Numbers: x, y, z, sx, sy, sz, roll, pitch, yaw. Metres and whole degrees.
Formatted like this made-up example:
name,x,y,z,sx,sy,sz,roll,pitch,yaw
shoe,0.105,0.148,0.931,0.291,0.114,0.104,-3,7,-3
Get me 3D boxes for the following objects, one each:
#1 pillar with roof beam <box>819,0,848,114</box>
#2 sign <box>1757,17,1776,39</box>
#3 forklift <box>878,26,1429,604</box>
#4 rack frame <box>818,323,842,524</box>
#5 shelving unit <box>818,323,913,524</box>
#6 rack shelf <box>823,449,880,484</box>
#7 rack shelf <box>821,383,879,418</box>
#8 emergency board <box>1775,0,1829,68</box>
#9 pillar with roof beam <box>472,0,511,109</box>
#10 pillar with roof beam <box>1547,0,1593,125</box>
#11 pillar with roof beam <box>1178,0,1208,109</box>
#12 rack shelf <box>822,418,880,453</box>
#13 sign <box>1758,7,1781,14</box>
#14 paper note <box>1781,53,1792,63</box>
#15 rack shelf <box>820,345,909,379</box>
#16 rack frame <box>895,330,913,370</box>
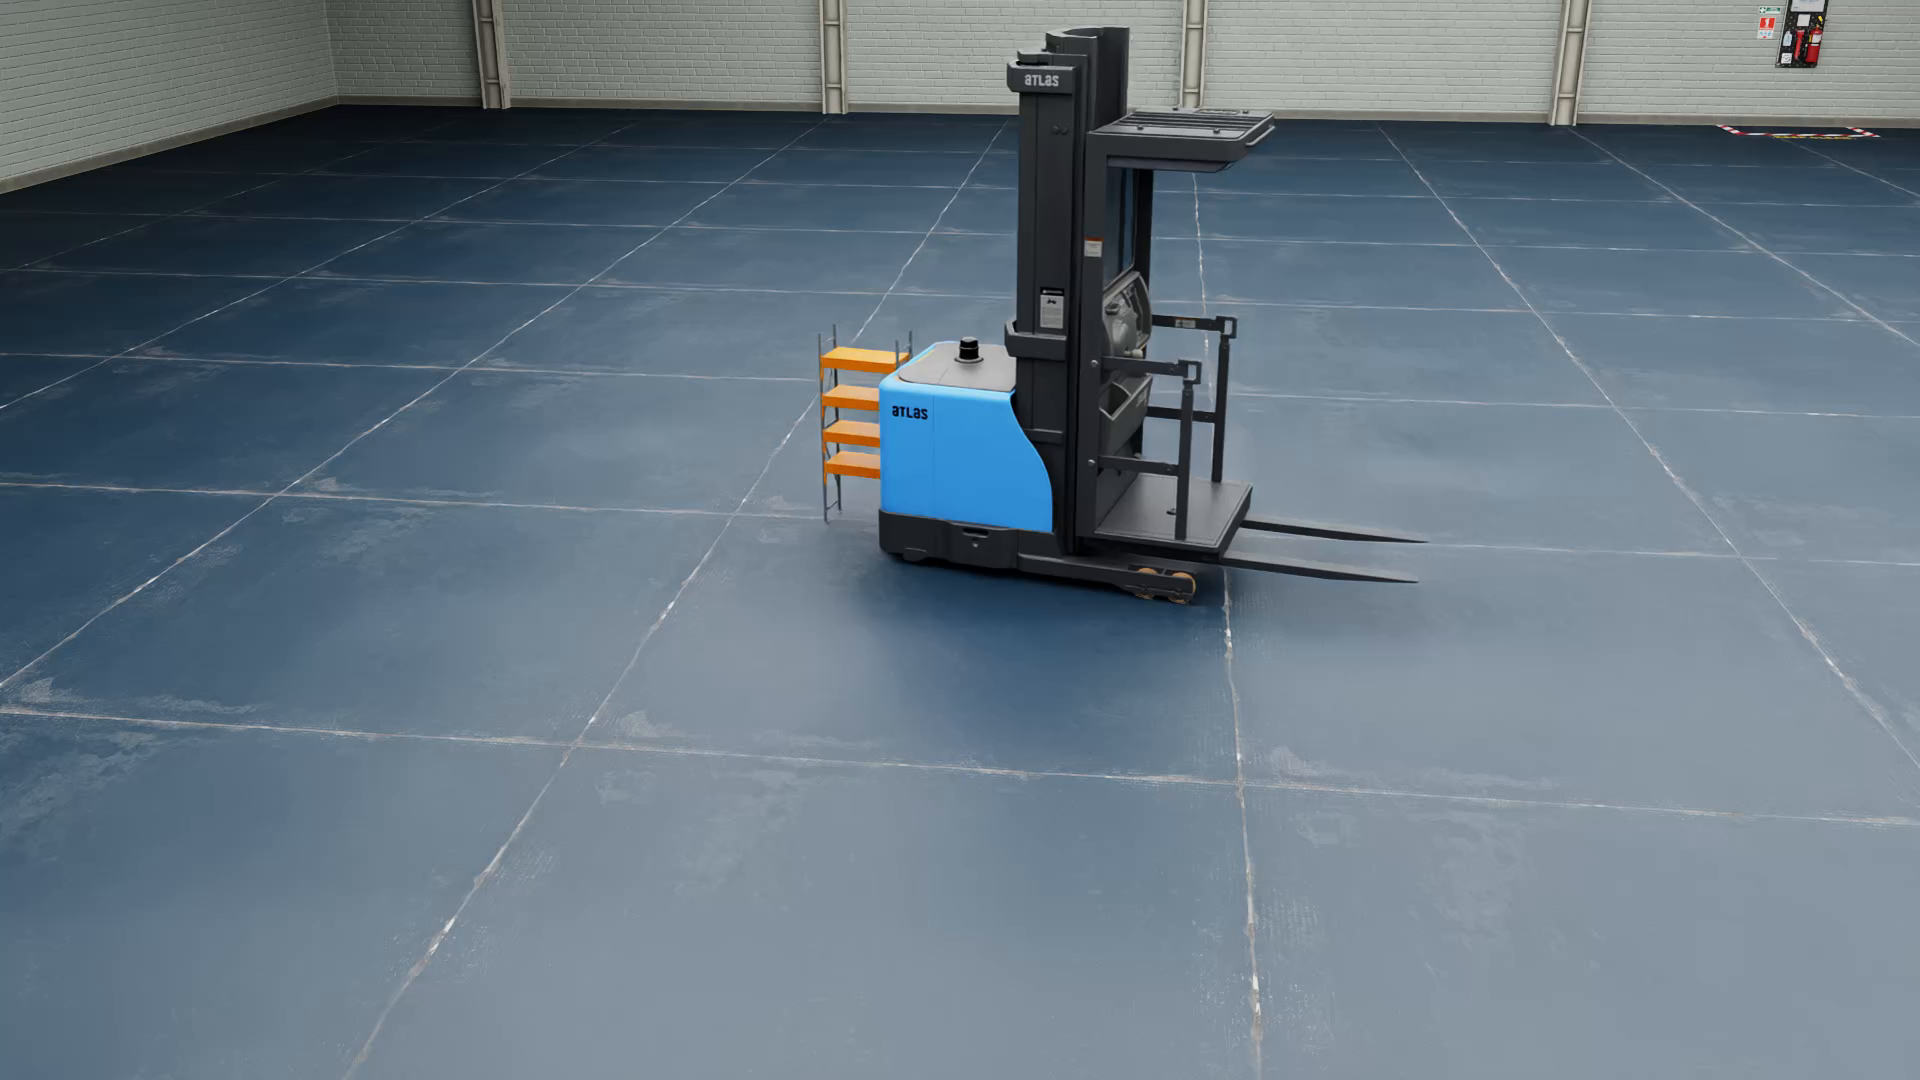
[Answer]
name,x,y,z,sx,sy,sz,roll,pitch,yaw
pillar with roof beam,-2.631,-9.906,22.757,0.400,9.000,9.100,2,22,6
sign,12.764,-8.108,26.321,0.234,0.329,0.001,2,22,6
forklift,1.104,-1.237,9.081,3.031,2.935,1.130,7,23,18
rack frame,-0.787,-0.698,10.073,0.015,1.200,0.240,7,23,18
shelving unit,-0.557,-0.668,9.997,0.503,1.200,0.258,7,23,18
rack shelf,-0.557,-0.421,10.095,0.480,0.148,0.258,7,23,18
rack shelf,-0.557,-0.813,9.940,0.480,0.148,0.258,7,23,18
emergency board,13.301,-8.030,26.172,0.643,1.169,0.194,2,22,6
pillar with roof beam,-8.589,-10.166,23.414,0.400,9.000,9.100,2,22,6
pillar with roof beam,9.286,-9.387,21.444,0.400,9.000,9.100,2,22,6
pillar with roof beam,3.328,-9.647,22.101,0.400,9.000,9.100,2,22,6
rack shelf,-0.557,-0.605,10.022,0.480,0.148,0.258,7,23,18
sign,12.768,-8.351,26.215,0.331,0.109,0.001,2,22,6
paper note,13.134,-7.653,26.417,0.142,0.148,0.016,2,22,6
rack shelf,-0.557,-1.033,9.853,0.480,0.148,0.258,7,23,18
rack frame,-0.327,-0.638,9.922,0.015,1.200,0.240,7,23,18
